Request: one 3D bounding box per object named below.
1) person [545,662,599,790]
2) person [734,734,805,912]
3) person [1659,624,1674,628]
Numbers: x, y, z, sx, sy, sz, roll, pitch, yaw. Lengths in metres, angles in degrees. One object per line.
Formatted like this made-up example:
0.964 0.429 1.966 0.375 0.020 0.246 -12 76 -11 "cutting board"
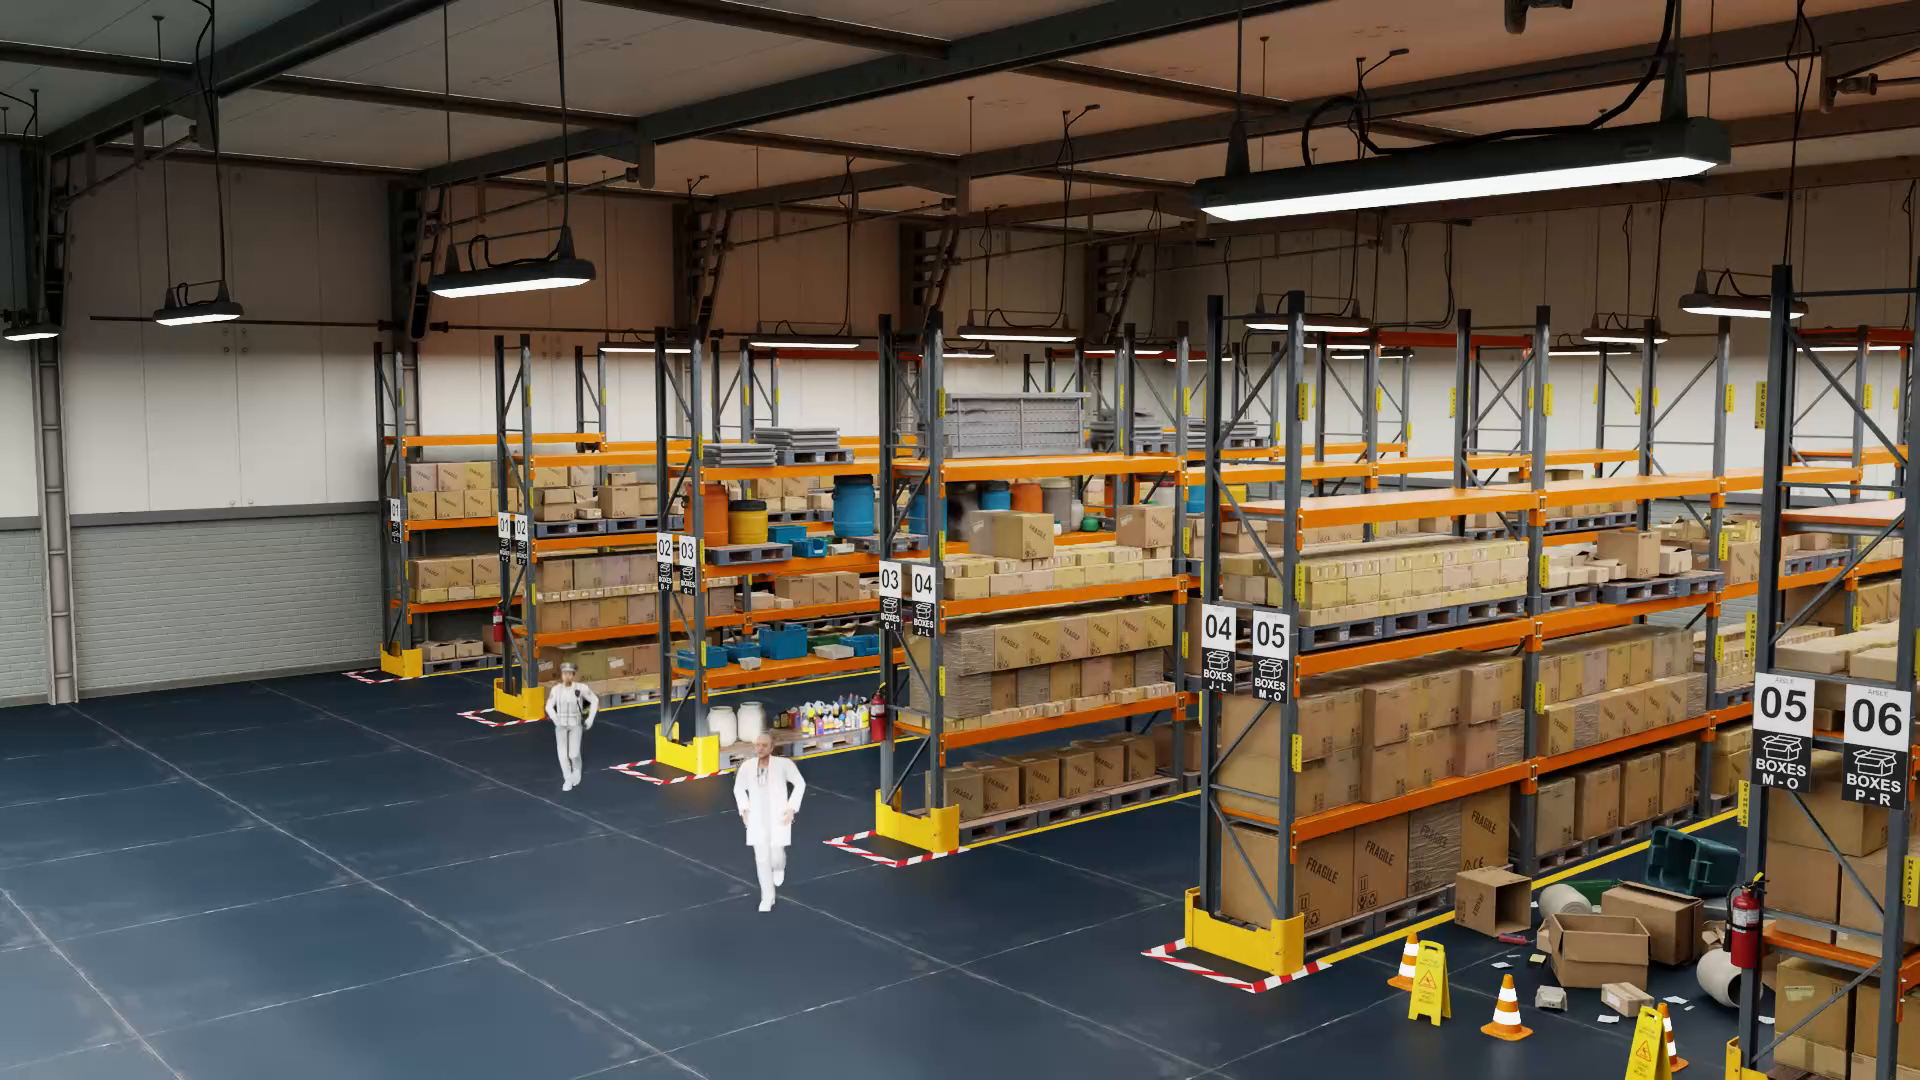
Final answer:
-5.000 2.397 21.369 0.652 1.669 0.546 0 5 -4 "person"
-1.900 2.789 16.629 0.717 1.740 0.722 1 5 6 "person"
10.171 2.120 23.938 0.788 1.844 0.663 -4 6 -35 "person"
